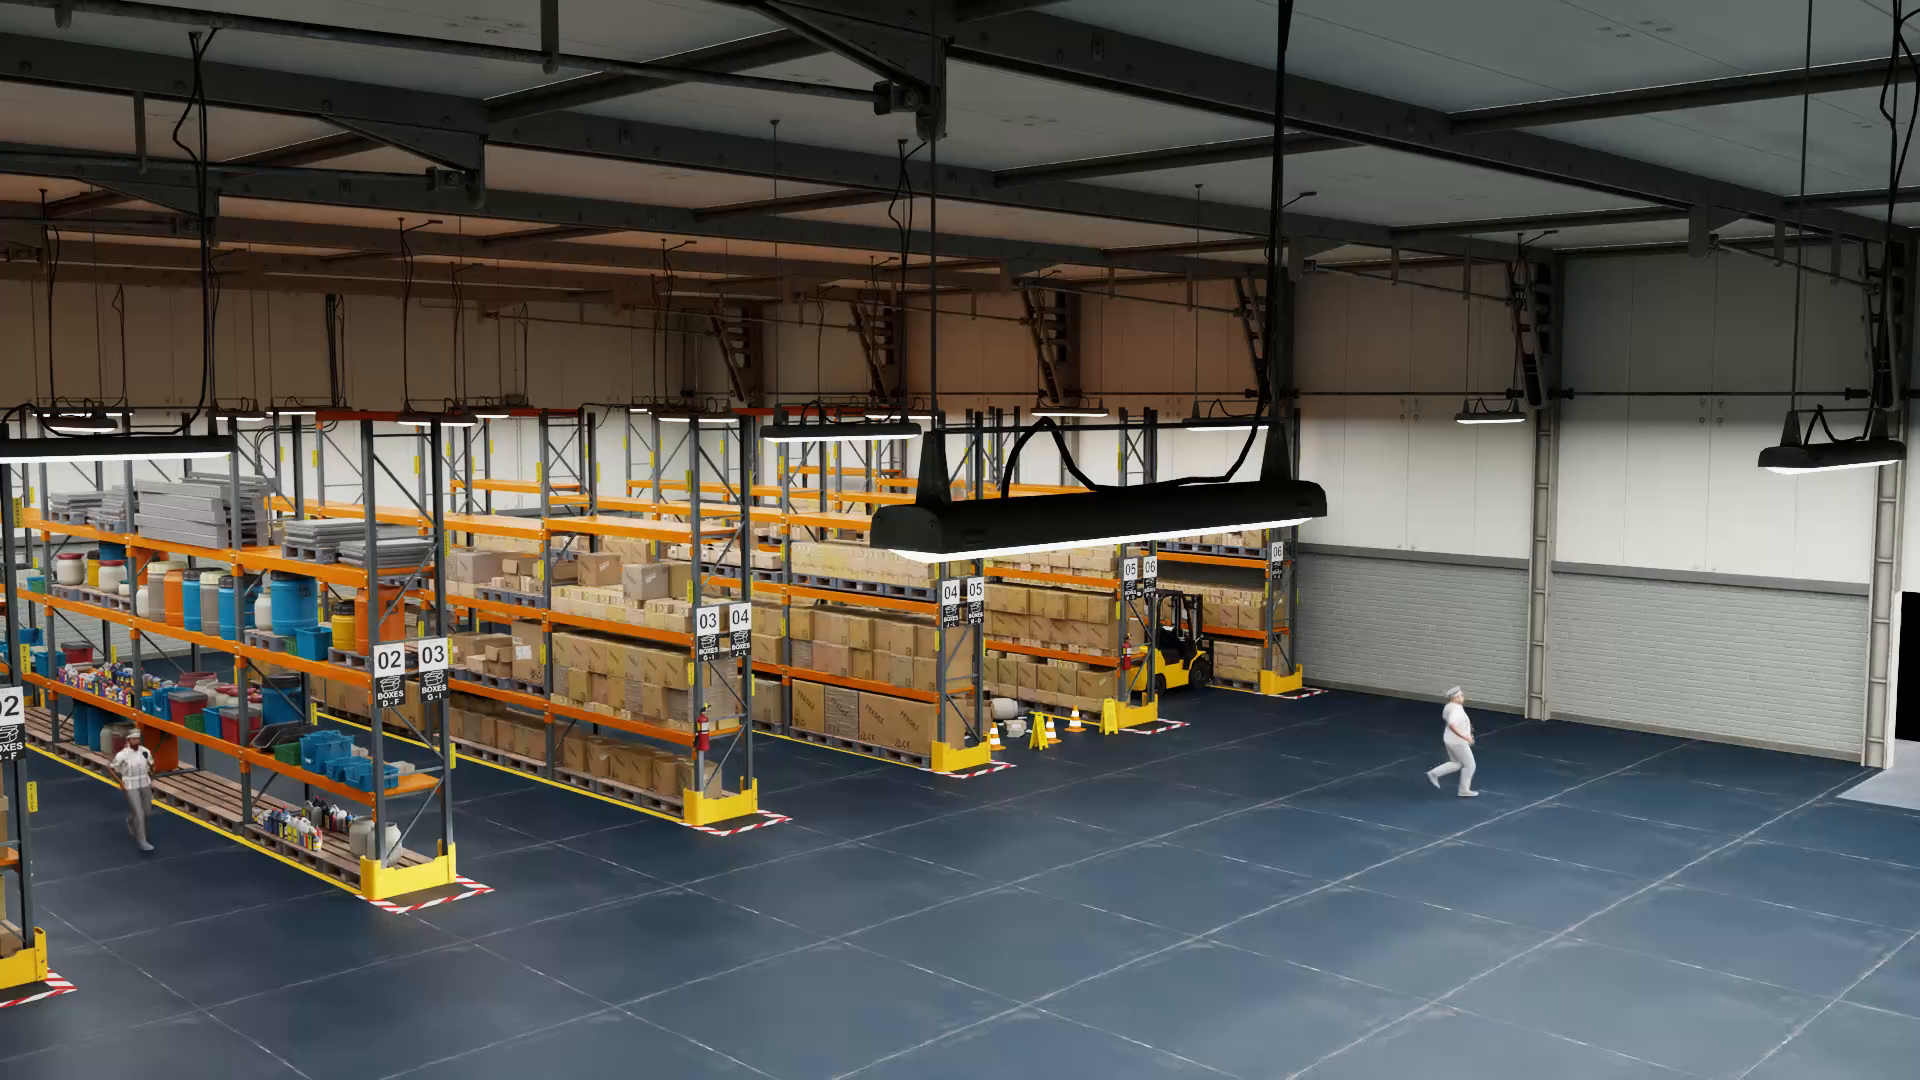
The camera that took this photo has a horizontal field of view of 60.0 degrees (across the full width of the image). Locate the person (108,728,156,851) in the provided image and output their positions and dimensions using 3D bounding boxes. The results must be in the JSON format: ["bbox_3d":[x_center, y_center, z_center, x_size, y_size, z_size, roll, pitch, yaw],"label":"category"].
[{"bbox_3d":[-11.494,3.442,23.166,0.834,1.669,0.588,4,6,37],"label":"person"}]

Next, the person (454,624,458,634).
[{"bbox_3d":[-10.366,2.510,33.975,0.604,1.626,0.572,4,7,40],"label":"person"}]

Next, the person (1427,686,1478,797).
[{"bbox_3d":[7.780,3.153,26.076,0.734,1.736,0.672,0,5,0],"label":"person"}]
